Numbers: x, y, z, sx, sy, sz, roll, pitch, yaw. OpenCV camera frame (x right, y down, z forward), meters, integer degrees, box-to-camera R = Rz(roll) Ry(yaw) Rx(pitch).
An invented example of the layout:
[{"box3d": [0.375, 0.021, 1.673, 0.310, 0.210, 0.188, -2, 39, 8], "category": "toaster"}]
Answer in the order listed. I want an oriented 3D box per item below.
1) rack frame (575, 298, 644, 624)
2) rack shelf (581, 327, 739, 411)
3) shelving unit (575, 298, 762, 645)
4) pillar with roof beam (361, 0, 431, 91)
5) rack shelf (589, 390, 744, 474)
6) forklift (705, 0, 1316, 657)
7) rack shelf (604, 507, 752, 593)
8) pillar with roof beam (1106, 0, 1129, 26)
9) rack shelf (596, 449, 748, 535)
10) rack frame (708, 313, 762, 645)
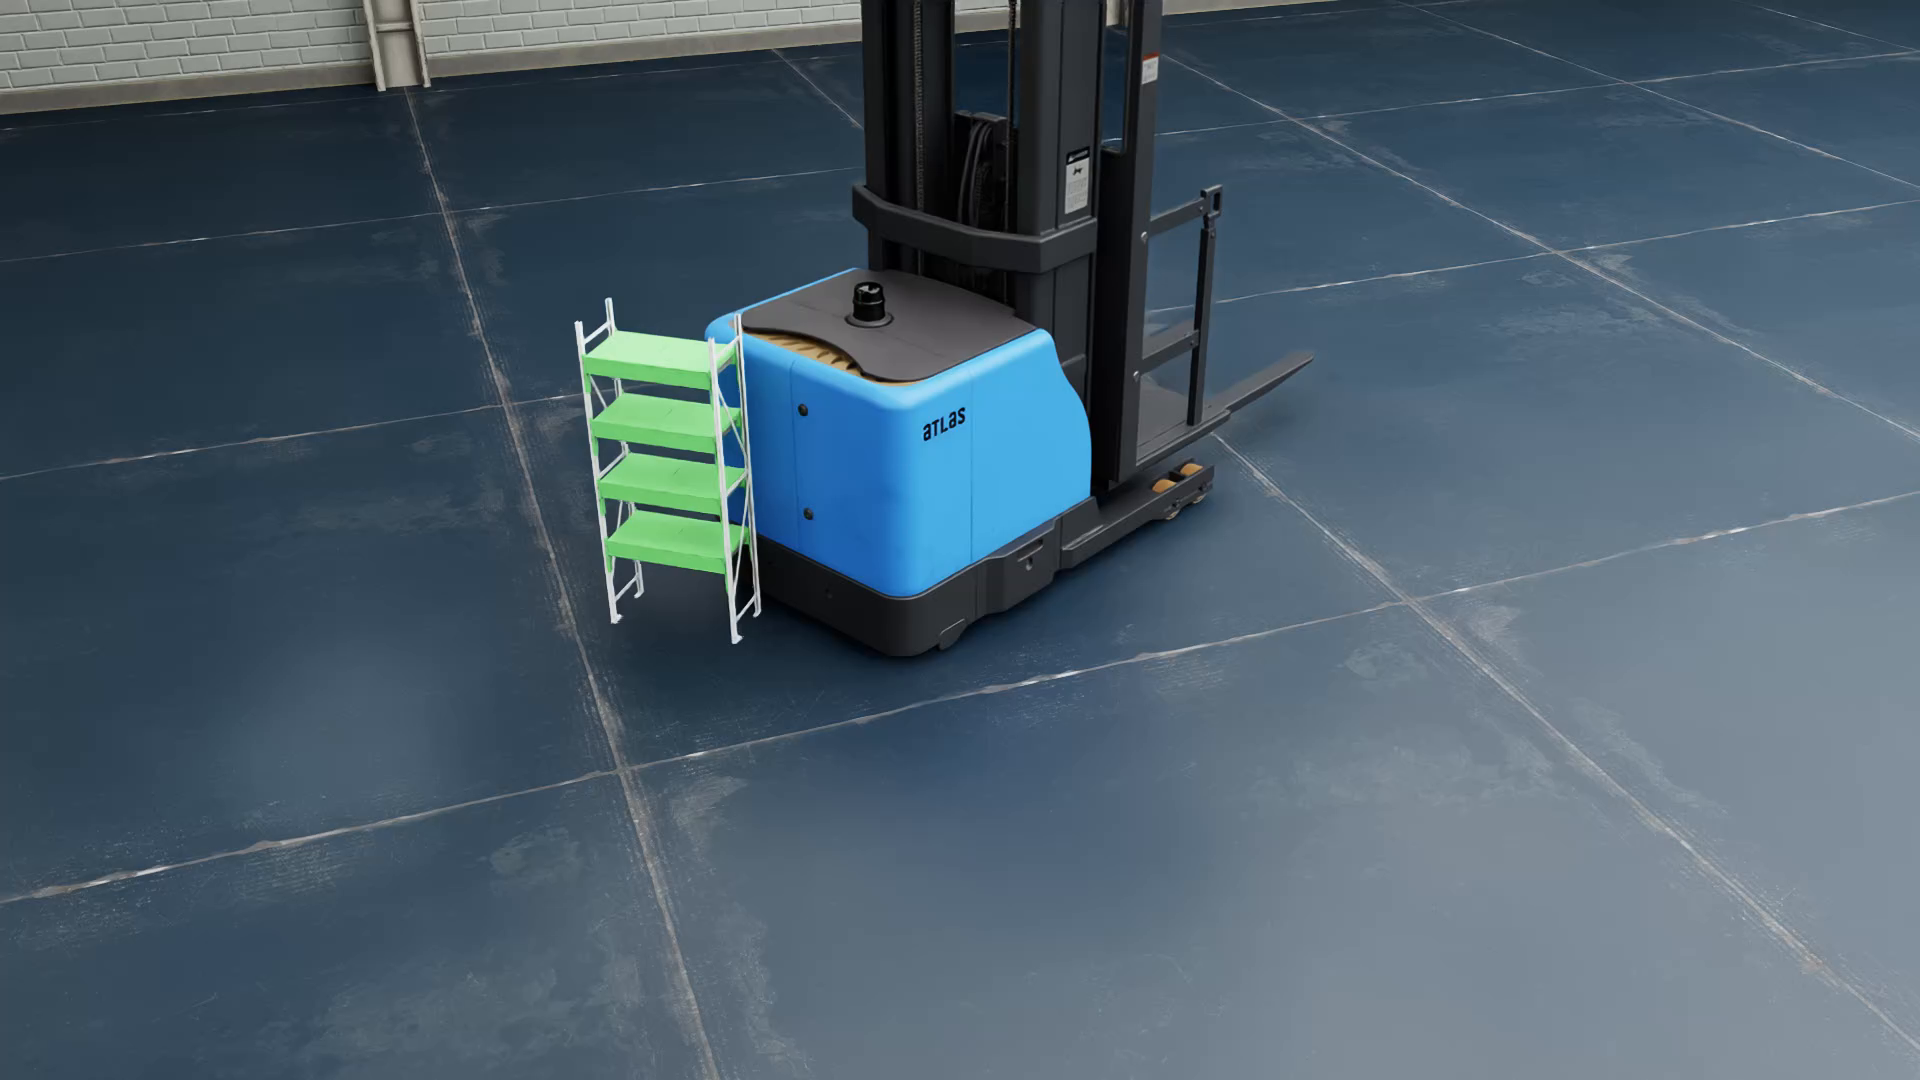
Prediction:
[{"box3d": [-1.258, -0.266, 6.006, 0.015, 1.200, 0.240, 9, 31, 15], "category": "rack frame"}, {"box3d": [-1.025, -0.593, 5.738, 0.480, 0.148, 0.258, 9, 31, 15], "category": "rack shelf"}, {"box3d": [-1.025, -0.231, 5.944, 0.503, 1.200, 0.258, 9, 31, 15], "category": "shelving unit"}, {"box3d": [-2.857, -5.481, 7.280, 0.400, 9.000, 9.100, -10, 31, -18], "category": "pillar with roof beam"}, {"box3d": [-1.025, -0.384, 5.857, 0.480, 0.148, 0.258, 9, 31, 15], "category": "rack shelf"}, {"box3d": [0.422, -1.508, 6.435, 1.130, 2.935, 3.031, 24, 37, 35], "category": "forklift"}, {"box3d": [-1.025, 0.033, 6.094, 0.480, 0.148, 0.258, 9, 31, 15], "category": "rack shelf"}, {"box3d": [2.767, -6.517, 9.098, 0.400, 9.000, 9.100, -10, 31, -18], "category": "pillar with roof beam"}, {"box3d": [-1.025, -0.176, 5.976, 0.480, 0.148, 0.258, 9, 31, 15], "category": "rack shelf"}, {"box3d": [-0.791, -0.196, 5.882, 0.015, 1.200, 0.240, 9, 31, 15], "category": "rack frame"}]
